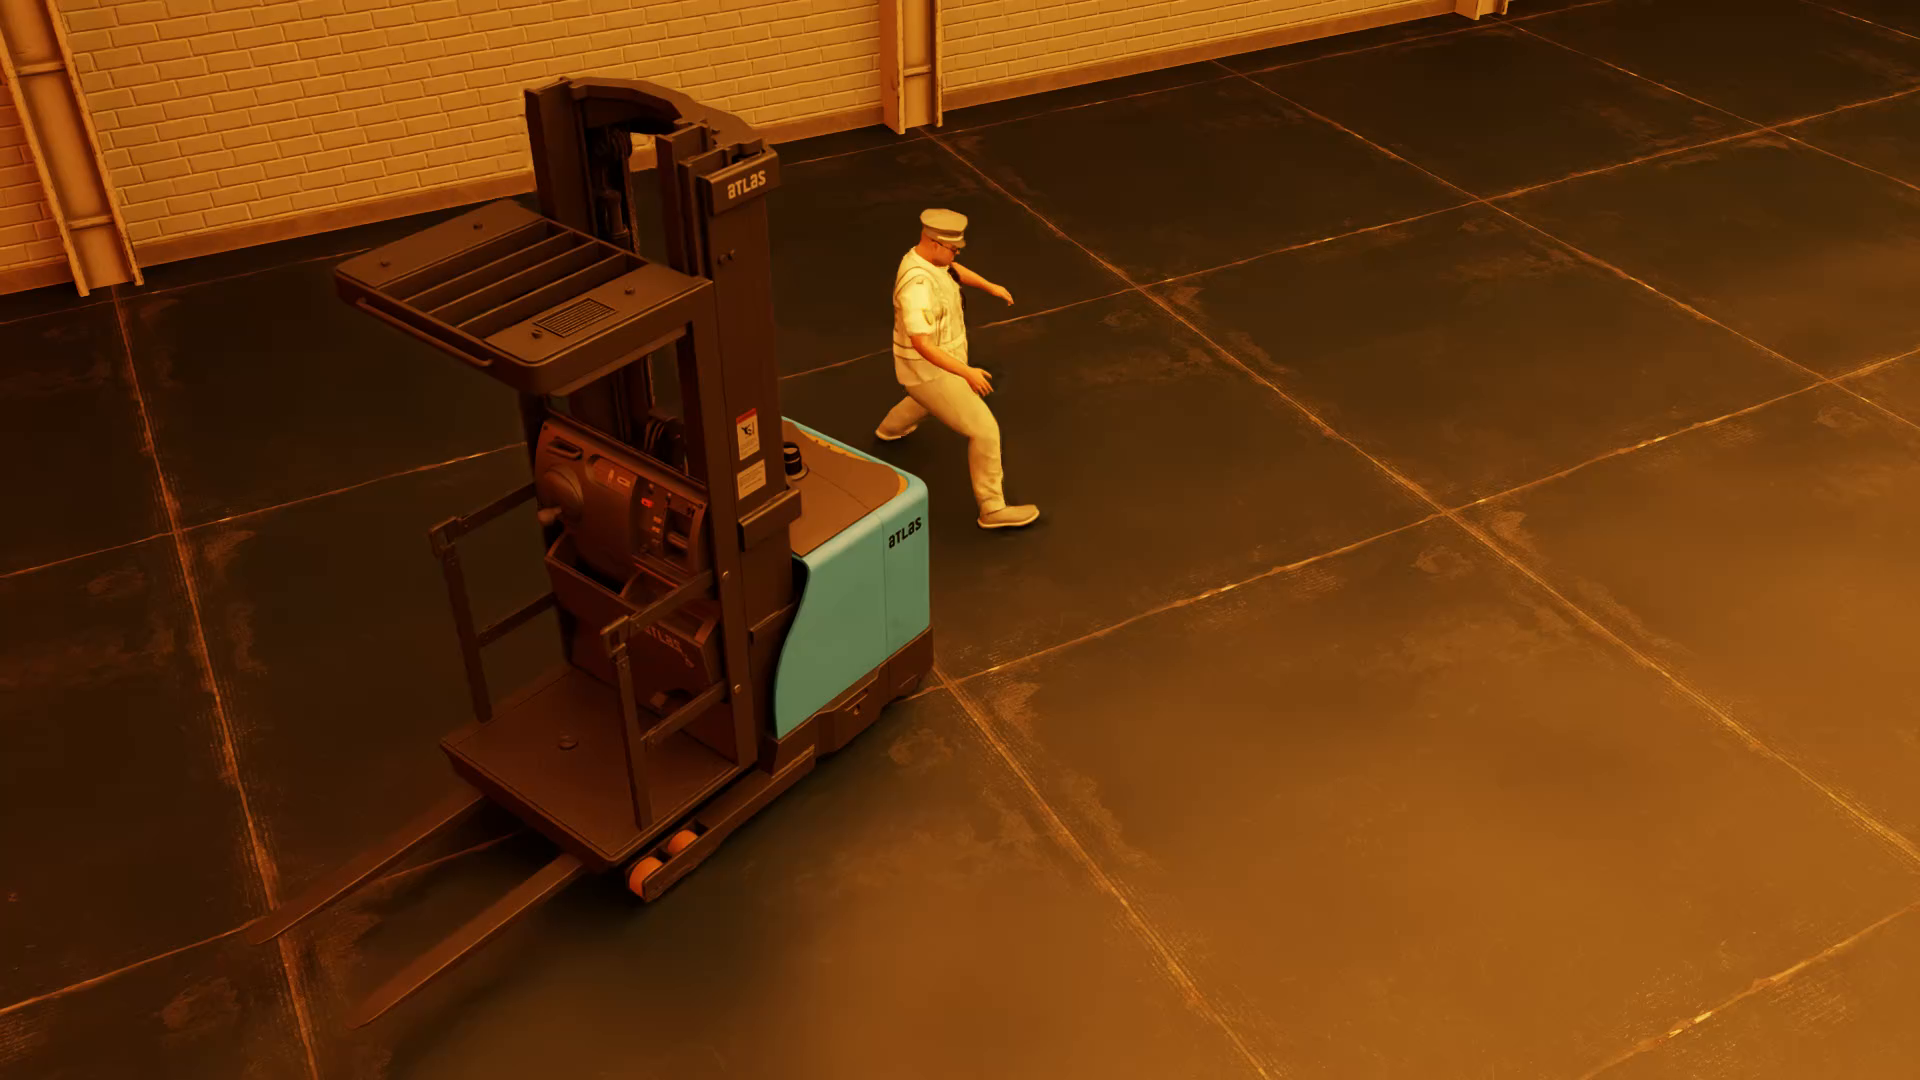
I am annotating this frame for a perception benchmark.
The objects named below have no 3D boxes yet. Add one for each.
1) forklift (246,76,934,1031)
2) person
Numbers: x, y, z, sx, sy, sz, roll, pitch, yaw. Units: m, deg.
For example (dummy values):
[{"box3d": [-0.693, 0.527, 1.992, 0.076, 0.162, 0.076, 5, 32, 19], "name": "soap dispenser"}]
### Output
[{"box3d": [-1.442, -0.091, 6.251, 1.130, 2.935, 3.031, 25, 42, 31], "name": "forklift"}, {"box3d": [-0.024, -0.978, 8.730, 0.975, 1.601, 1.066, 4, 35, 5], "name": "person"}]
